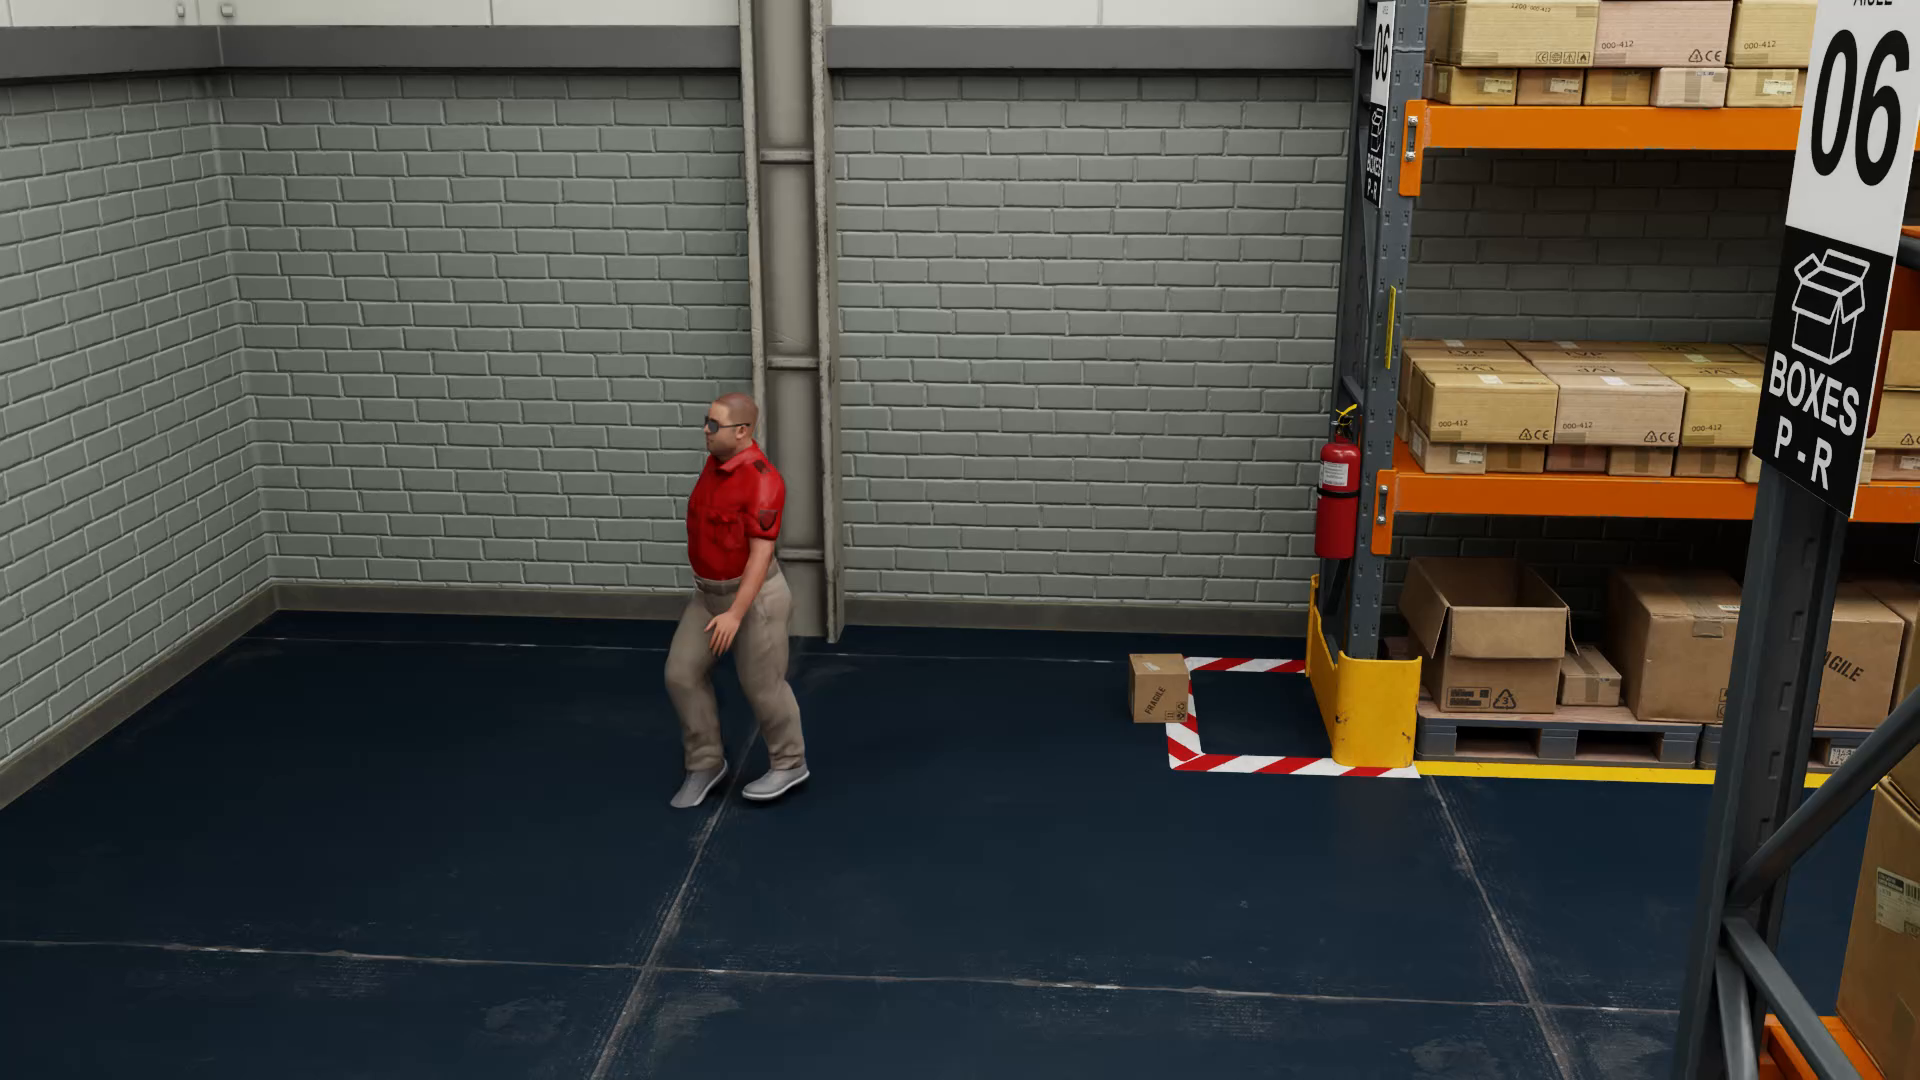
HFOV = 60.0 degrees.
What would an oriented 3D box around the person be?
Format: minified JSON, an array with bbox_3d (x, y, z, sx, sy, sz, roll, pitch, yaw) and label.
[{"bbox_3d":[-0.900,0.290,6.724,0.567,1.802,0.545,-14,22,-37],"label":"person"}]
